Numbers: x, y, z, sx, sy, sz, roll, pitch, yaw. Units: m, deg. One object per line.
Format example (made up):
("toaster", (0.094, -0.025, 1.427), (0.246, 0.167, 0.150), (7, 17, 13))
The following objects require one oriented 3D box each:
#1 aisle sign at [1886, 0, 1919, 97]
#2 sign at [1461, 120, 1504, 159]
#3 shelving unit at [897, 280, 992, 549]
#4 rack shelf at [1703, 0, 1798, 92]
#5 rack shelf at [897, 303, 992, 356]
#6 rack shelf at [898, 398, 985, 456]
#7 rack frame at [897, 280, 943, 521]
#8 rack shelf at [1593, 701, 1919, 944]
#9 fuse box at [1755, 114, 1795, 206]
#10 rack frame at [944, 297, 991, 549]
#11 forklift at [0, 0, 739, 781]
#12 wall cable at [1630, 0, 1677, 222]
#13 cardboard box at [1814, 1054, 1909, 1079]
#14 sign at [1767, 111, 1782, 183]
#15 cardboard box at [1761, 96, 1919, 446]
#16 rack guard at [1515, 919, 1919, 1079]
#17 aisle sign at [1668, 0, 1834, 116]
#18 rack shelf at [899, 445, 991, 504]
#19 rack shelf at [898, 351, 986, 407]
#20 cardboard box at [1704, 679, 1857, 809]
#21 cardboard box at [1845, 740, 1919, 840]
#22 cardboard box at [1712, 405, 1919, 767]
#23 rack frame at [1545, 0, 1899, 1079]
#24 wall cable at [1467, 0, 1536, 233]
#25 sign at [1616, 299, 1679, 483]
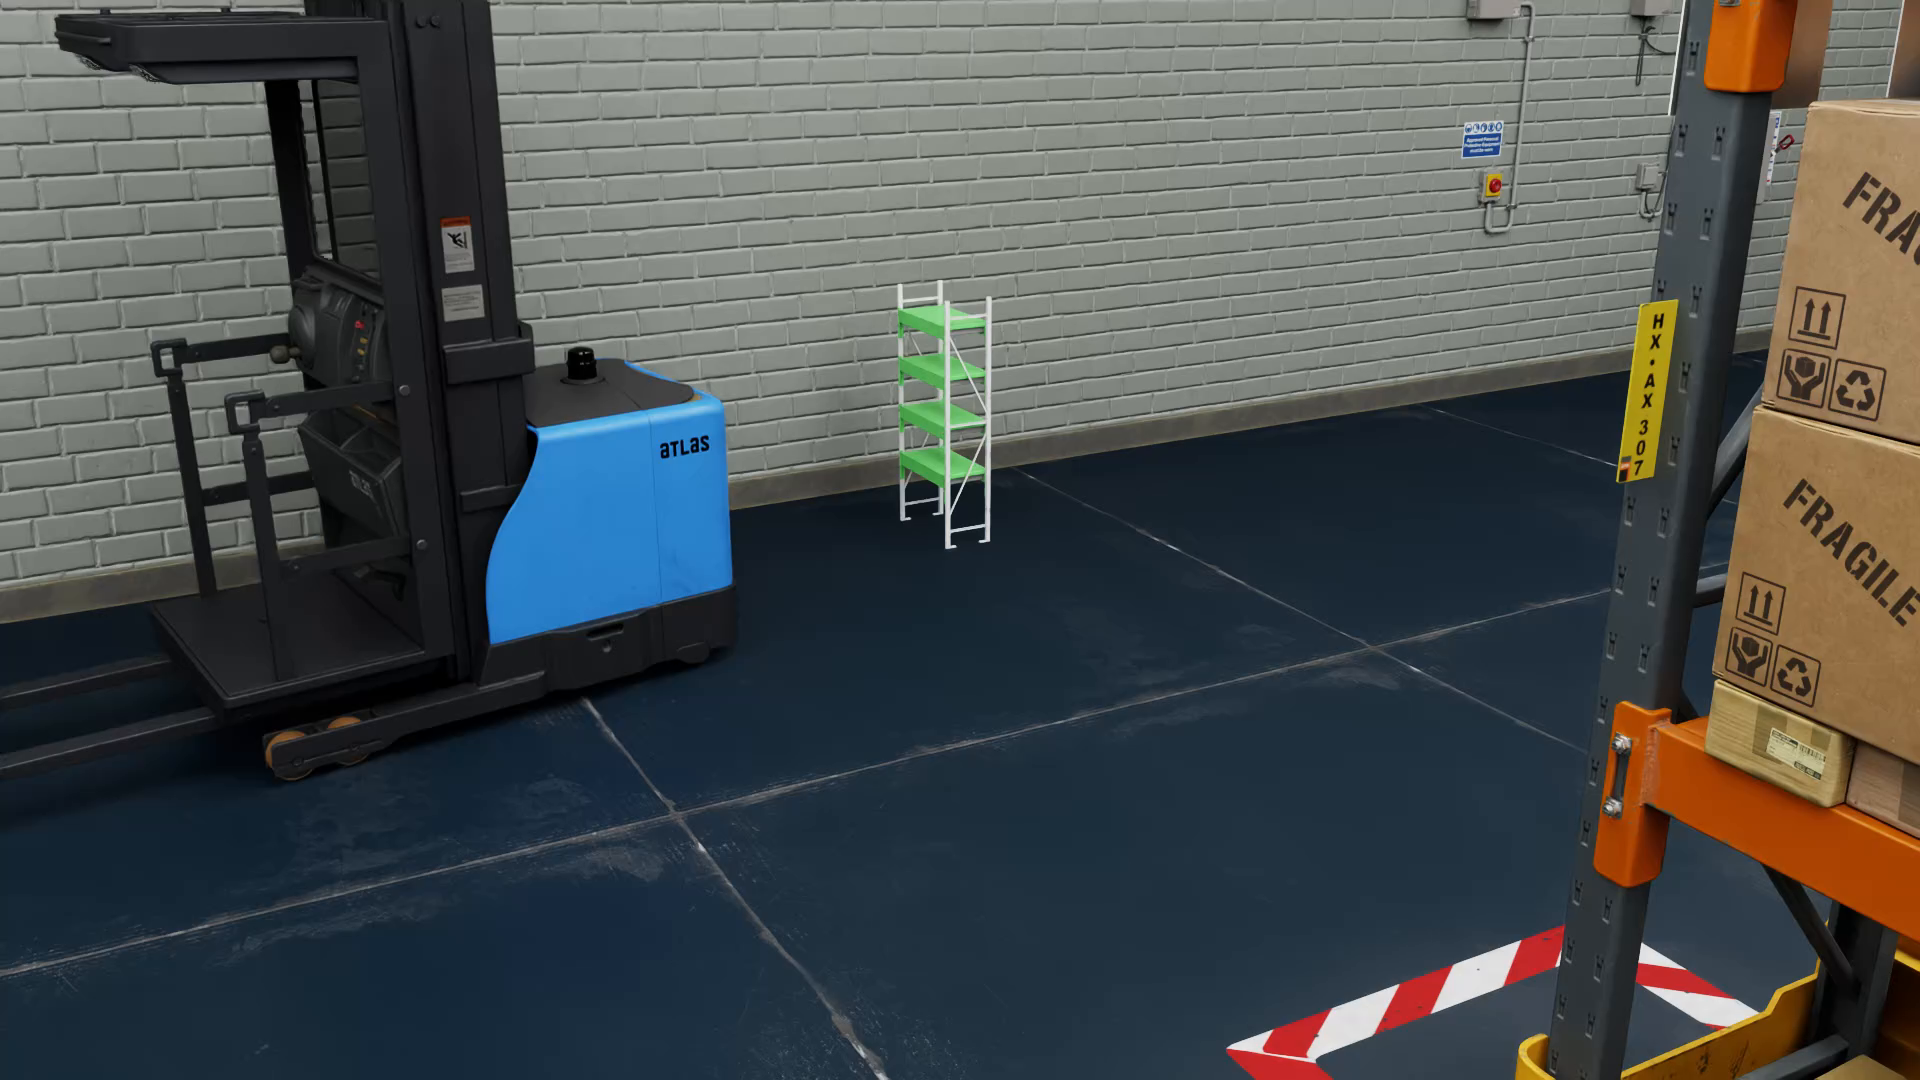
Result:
("aisle sign", (1.937, -1.235, 3.127), (0.394, 0.787, 0.004), (-10, 21, -27))
("sign", (3.246, -2.488, 10.328), (0.327, 0.218, 0.001), (-10, 21, -27))
("shelving unit", (-0.079, -0.615, 8.073), (0.258, 1.200, 0.503), (-10, 21, -27))
("rack shelf", (2.657, -0.443, 1.320), (1.077, 0.370, 4.000), (-10, 21, -27))
("rack shelf", (-0.079, -1.008, 7.938), (0.258, 0.148, 0.480), (-10, 21, -27))
("rack shelf", (-0.079, -0.554, 8.094), (0.258, 0.148, 0.480), (-10, 21, -27))
("rack frame", (-0.194, -0.685, 8.276), (0.240, 1.200, 0.015), (-10, 21, -27))
("rack shelf", (2.657, 0.975, 1.809), (1.077, 0.370, 4.000), (-10, 21, -27))
("fuse box", (5.235, -2.024, 11.374), (0.539, 1.711, 0.414), (-10, 21, -27))
("rack frame", (0.037, -0.545, 7.870), (0.240, 1.200, 0.015), (-10, 21, -27))
("forklift", (-2.381, -0.752, 5.818), (3.031, 2.935, 1.130), (-14, 23, -35))
("wall cable", (4.560, -3.053, 10.823), (0.588, 1.984, 0.122), (-10, 21, -27))
("cardboard box", (1.657, 1.132, 3.067), (0.380, 0.149, 0.250), (-11, 22, -29))
("sign", (5.572, -2.724, 11.574), (0.329, 0.494, 0.001), (-10, 21, -27))
("cardboard box", (1.687, -0.430, 2.635), (0.500, 0.500, 0.500), (-10, 21, -27))
("rack guard", (1.743, 1.264, 3.700), (1.175, 0.500, 0.348), (-10, 21, -27))
("aisle sign", (1.409, -1.142, 2.858), (0.394, 0.787, 0.004), (-10, 21, -27))
("rack shelf", (-0.079, -0.327, 8.173), (0.258, 0.148, 0.480), (-10, 21, -27))
("rack shelf", (-0.079, -0.781, 8.016), (0.258, 0.148, 0.480), (-10, 21, -27))
("cardboard box", (1.573, 0.324, 2.980), (0.380, 0.149, 0.250), (-10, 21, -27))
("cardboard box", (1.730, 0.390, 2.787), (0.380, 0.149, 0.250), (-9, 21, -25))
("cardboard box", (1.677, 0.045, 2.794), (0.500, 0.500, 0.500), (-9, 21, -24))
("rack frame", (1.704, 0.062, 3.354), (0.949, 2.616, 0.053), (-10, 21, -27))
("wall cable", (3.318, -2.845, 10.172), (0.585, 1.953, 0.123), (-10, 21, -27))
("sign", (1.230, -0.264, 2.971), (0.100, 0.325, 0.005), (-10, 21, -27))
